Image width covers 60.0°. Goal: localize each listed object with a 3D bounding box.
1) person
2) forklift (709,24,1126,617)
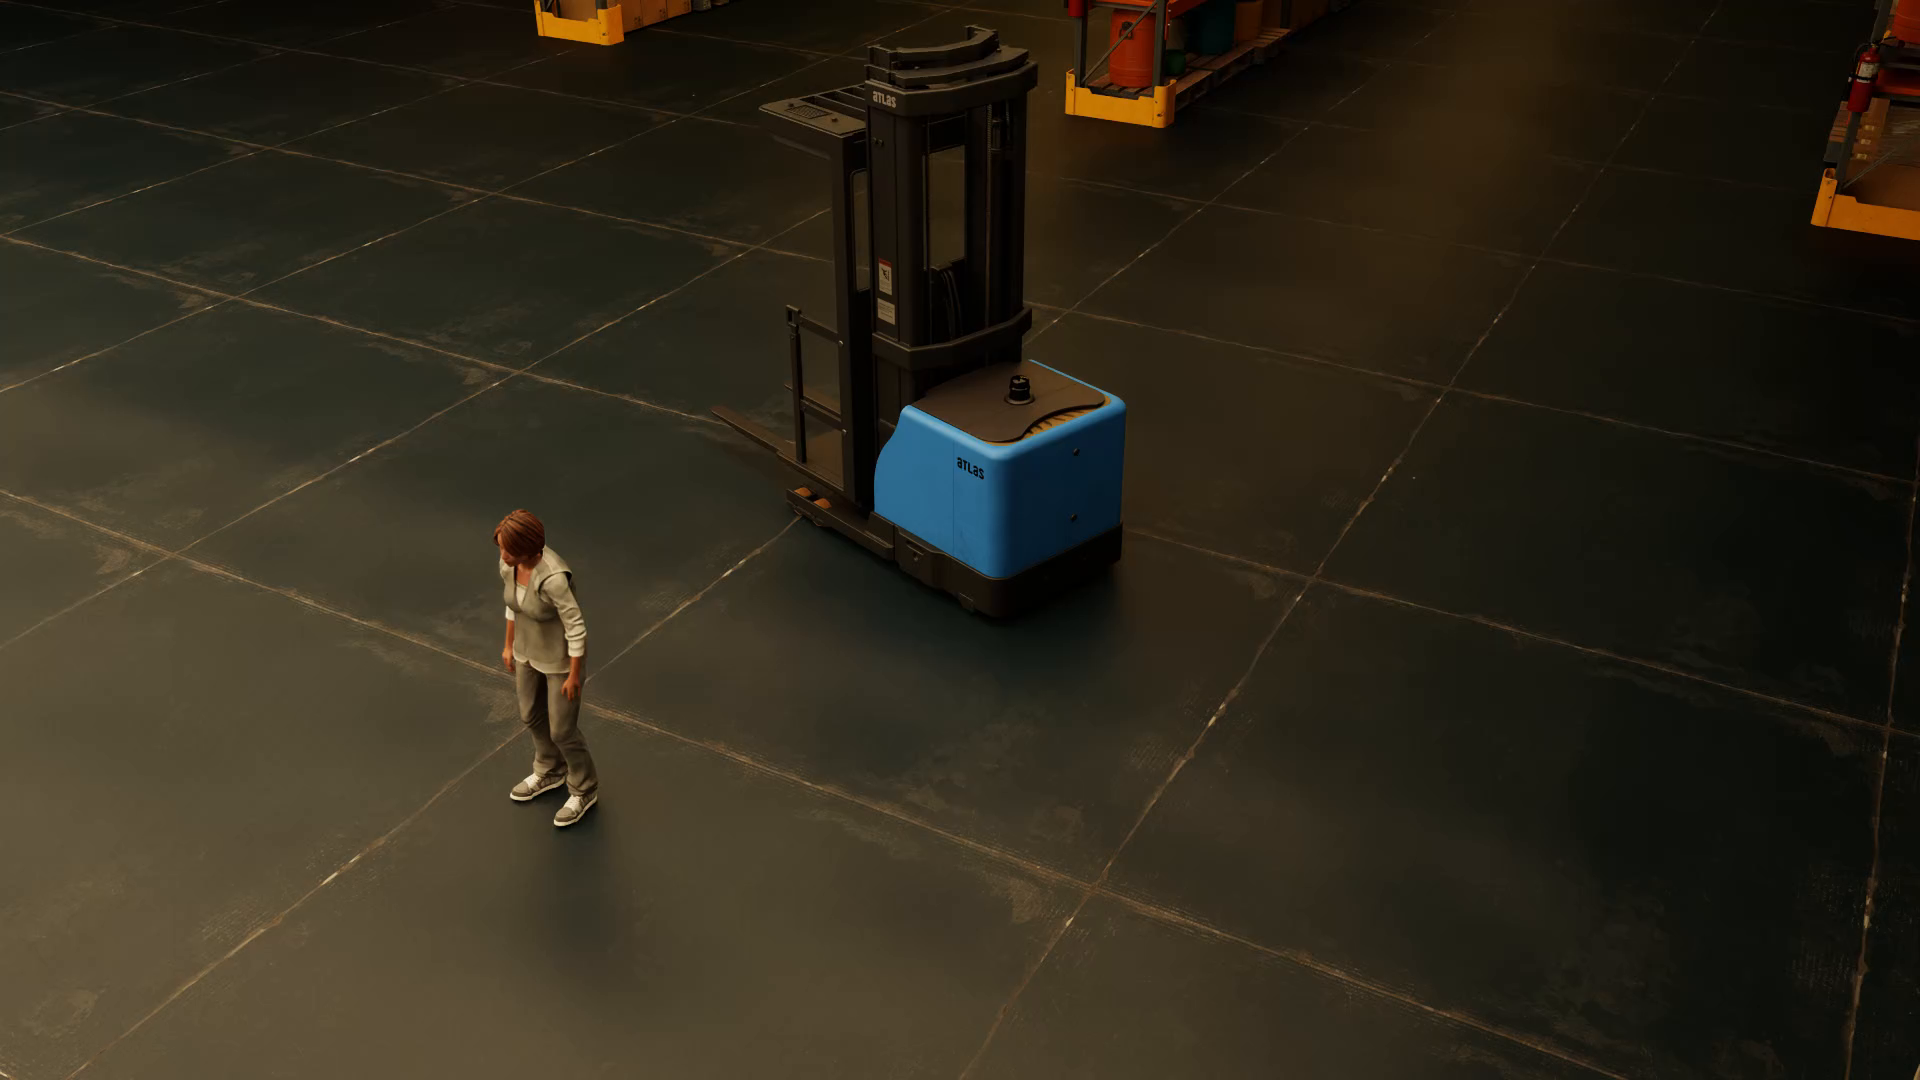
[{"bbox_3d":[-1.856,0.547,7.462,0.485,1.594,0.340,20,35,30],"label":"person"},{"bbox_3d":[-0.417,-1.503,9.675,1.130,2.935,3.031,-24,38,-35],"label":"forklift"}]
